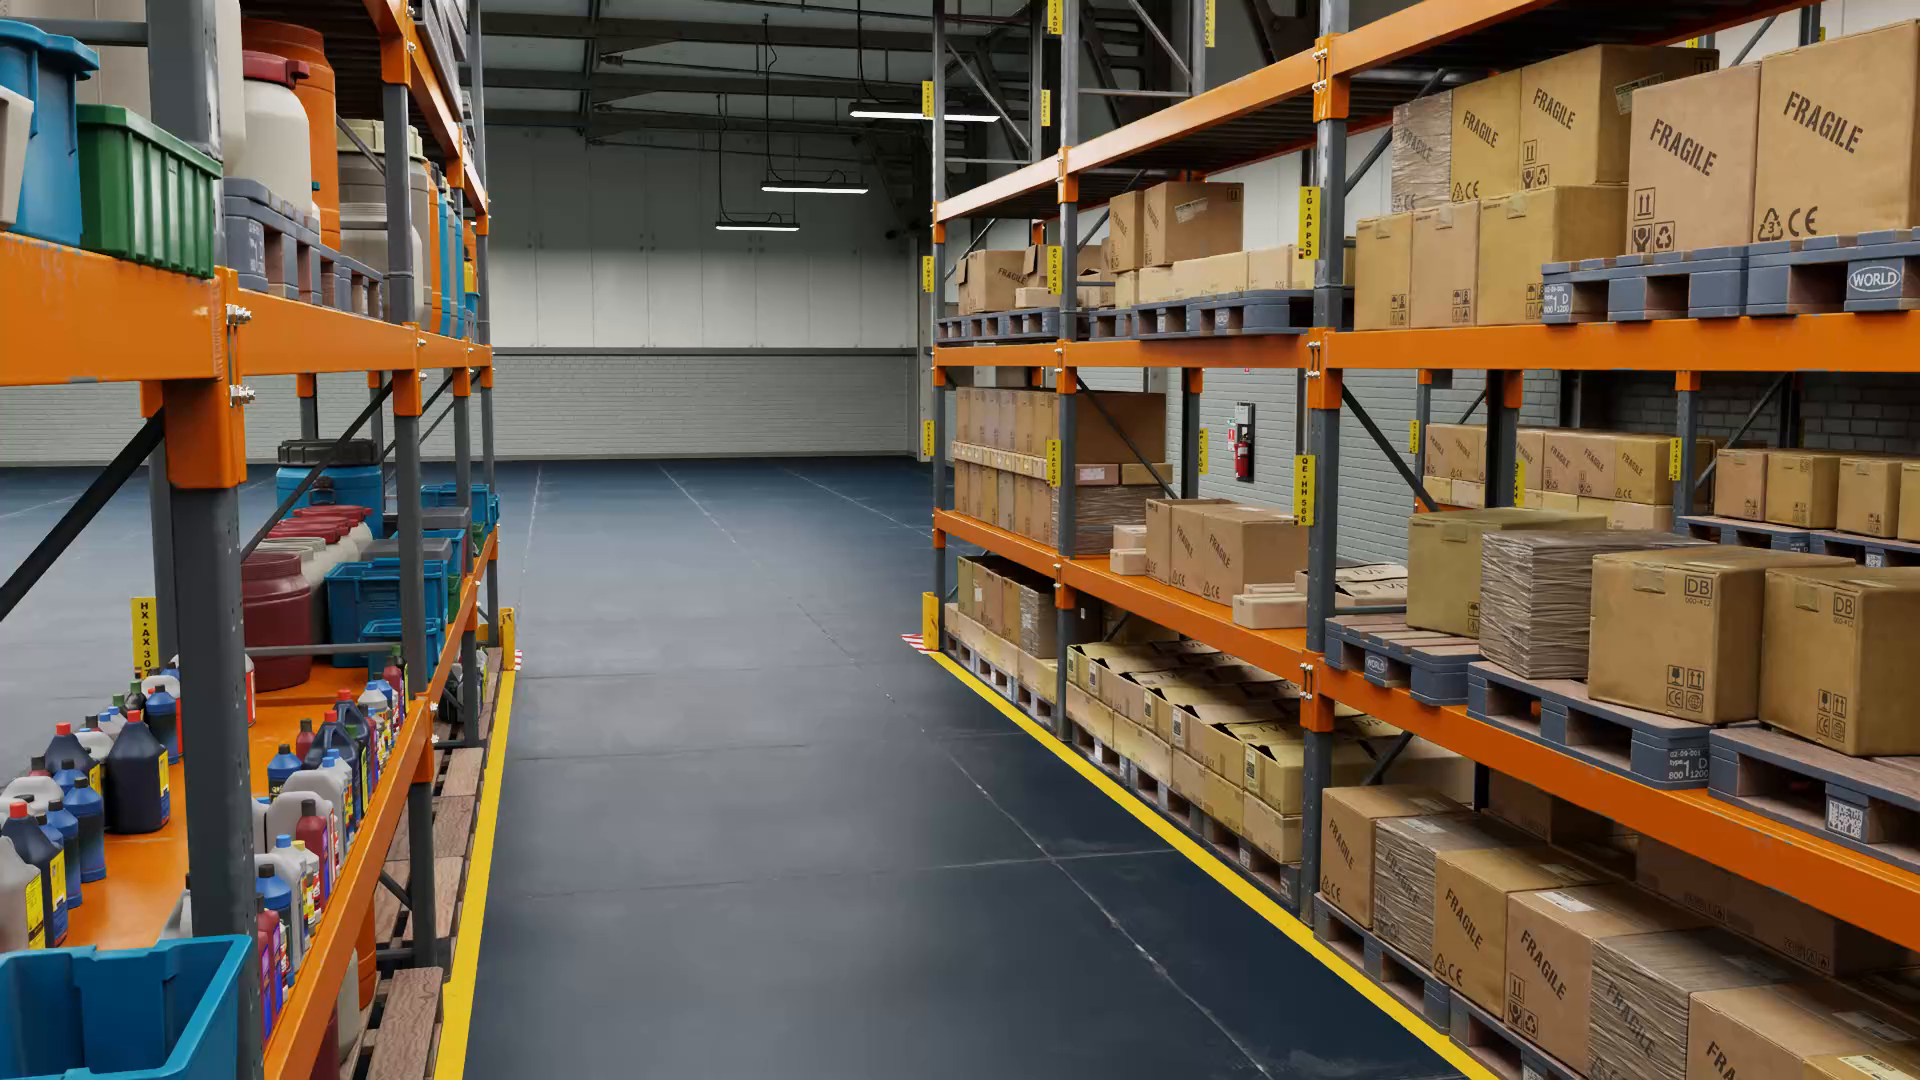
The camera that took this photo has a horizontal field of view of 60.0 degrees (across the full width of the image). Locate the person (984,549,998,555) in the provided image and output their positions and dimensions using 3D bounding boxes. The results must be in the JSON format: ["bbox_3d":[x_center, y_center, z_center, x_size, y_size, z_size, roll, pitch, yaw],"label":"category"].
[{"bbox_3d":[0.390,-0.109,17.916,0.462,1.755,0.627,-2,6,-17],"label":"person"}]
